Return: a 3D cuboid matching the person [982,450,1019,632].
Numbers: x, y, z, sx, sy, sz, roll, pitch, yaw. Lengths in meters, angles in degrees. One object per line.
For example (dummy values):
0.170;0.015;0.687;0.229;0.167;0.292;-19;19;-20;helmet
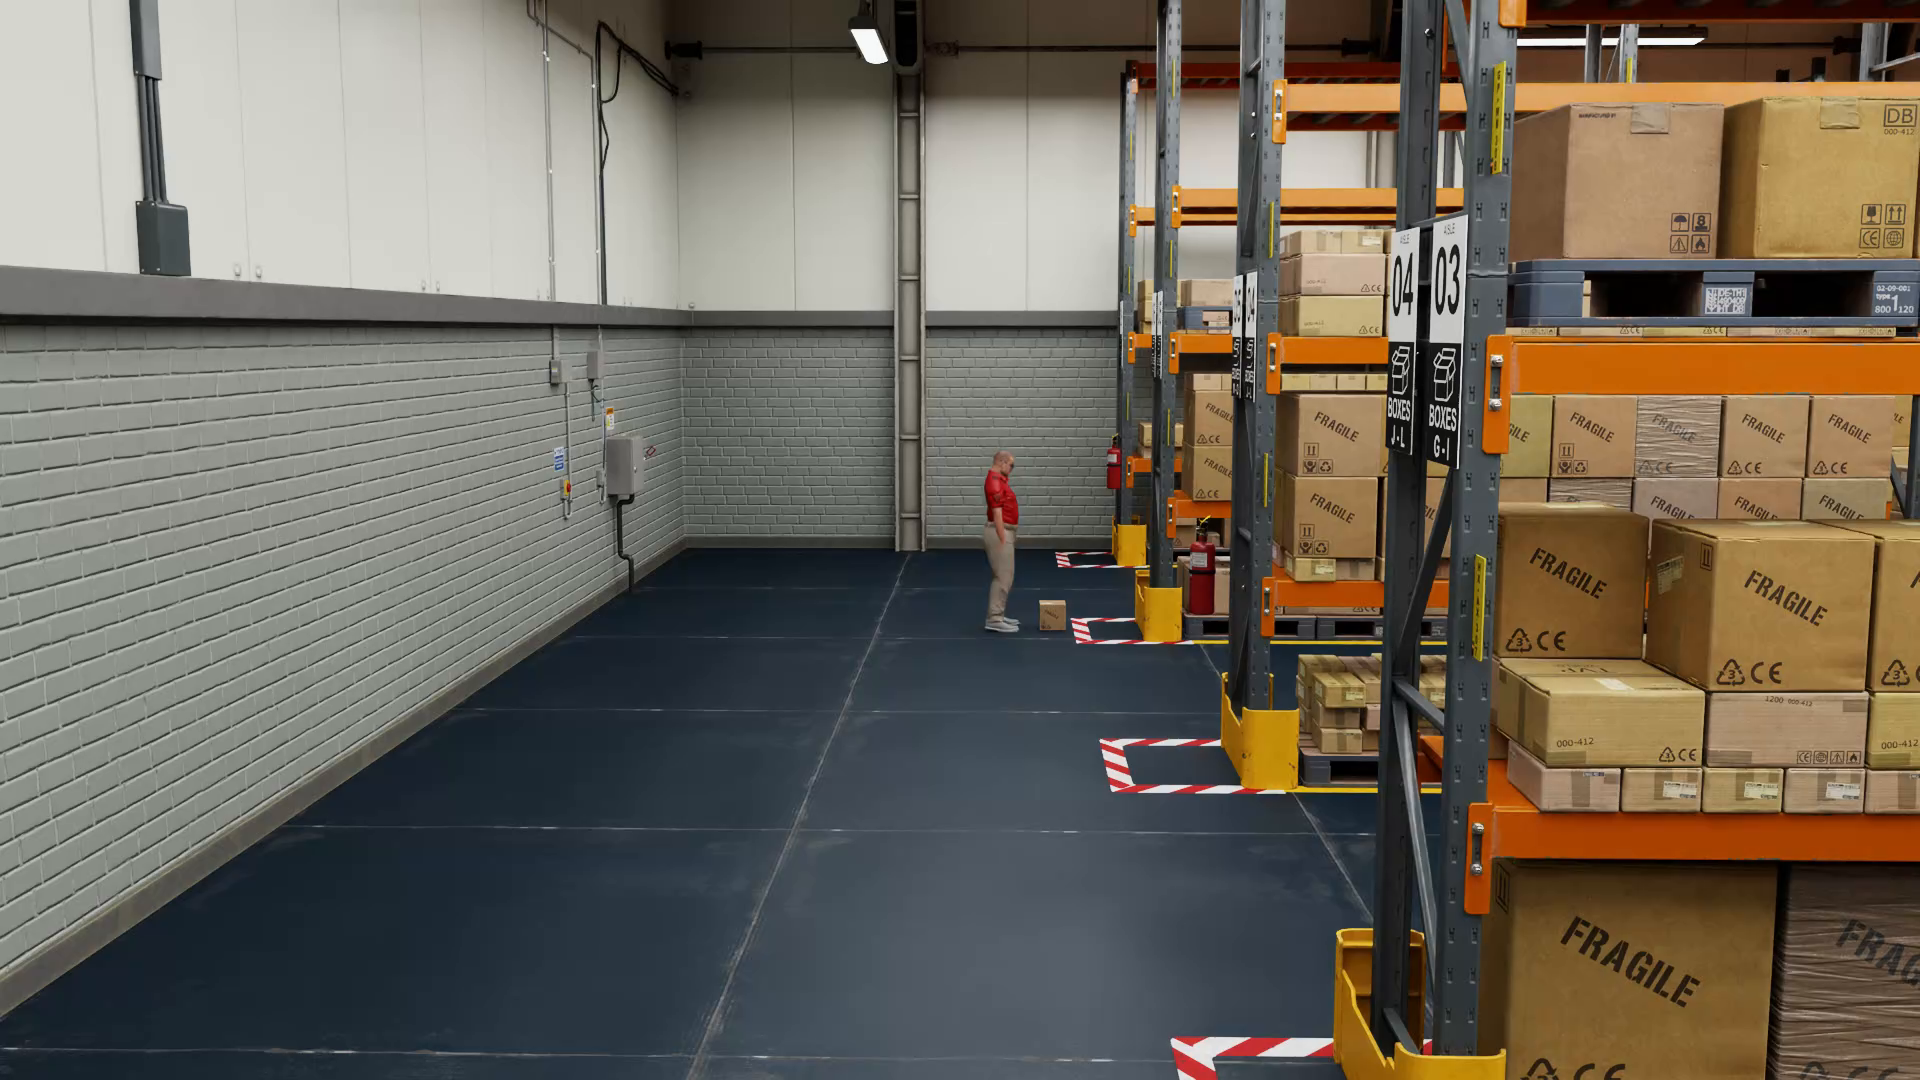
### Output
0.393;-0.002;15.929;0.356;1.719;0.534;0;7;2;person
